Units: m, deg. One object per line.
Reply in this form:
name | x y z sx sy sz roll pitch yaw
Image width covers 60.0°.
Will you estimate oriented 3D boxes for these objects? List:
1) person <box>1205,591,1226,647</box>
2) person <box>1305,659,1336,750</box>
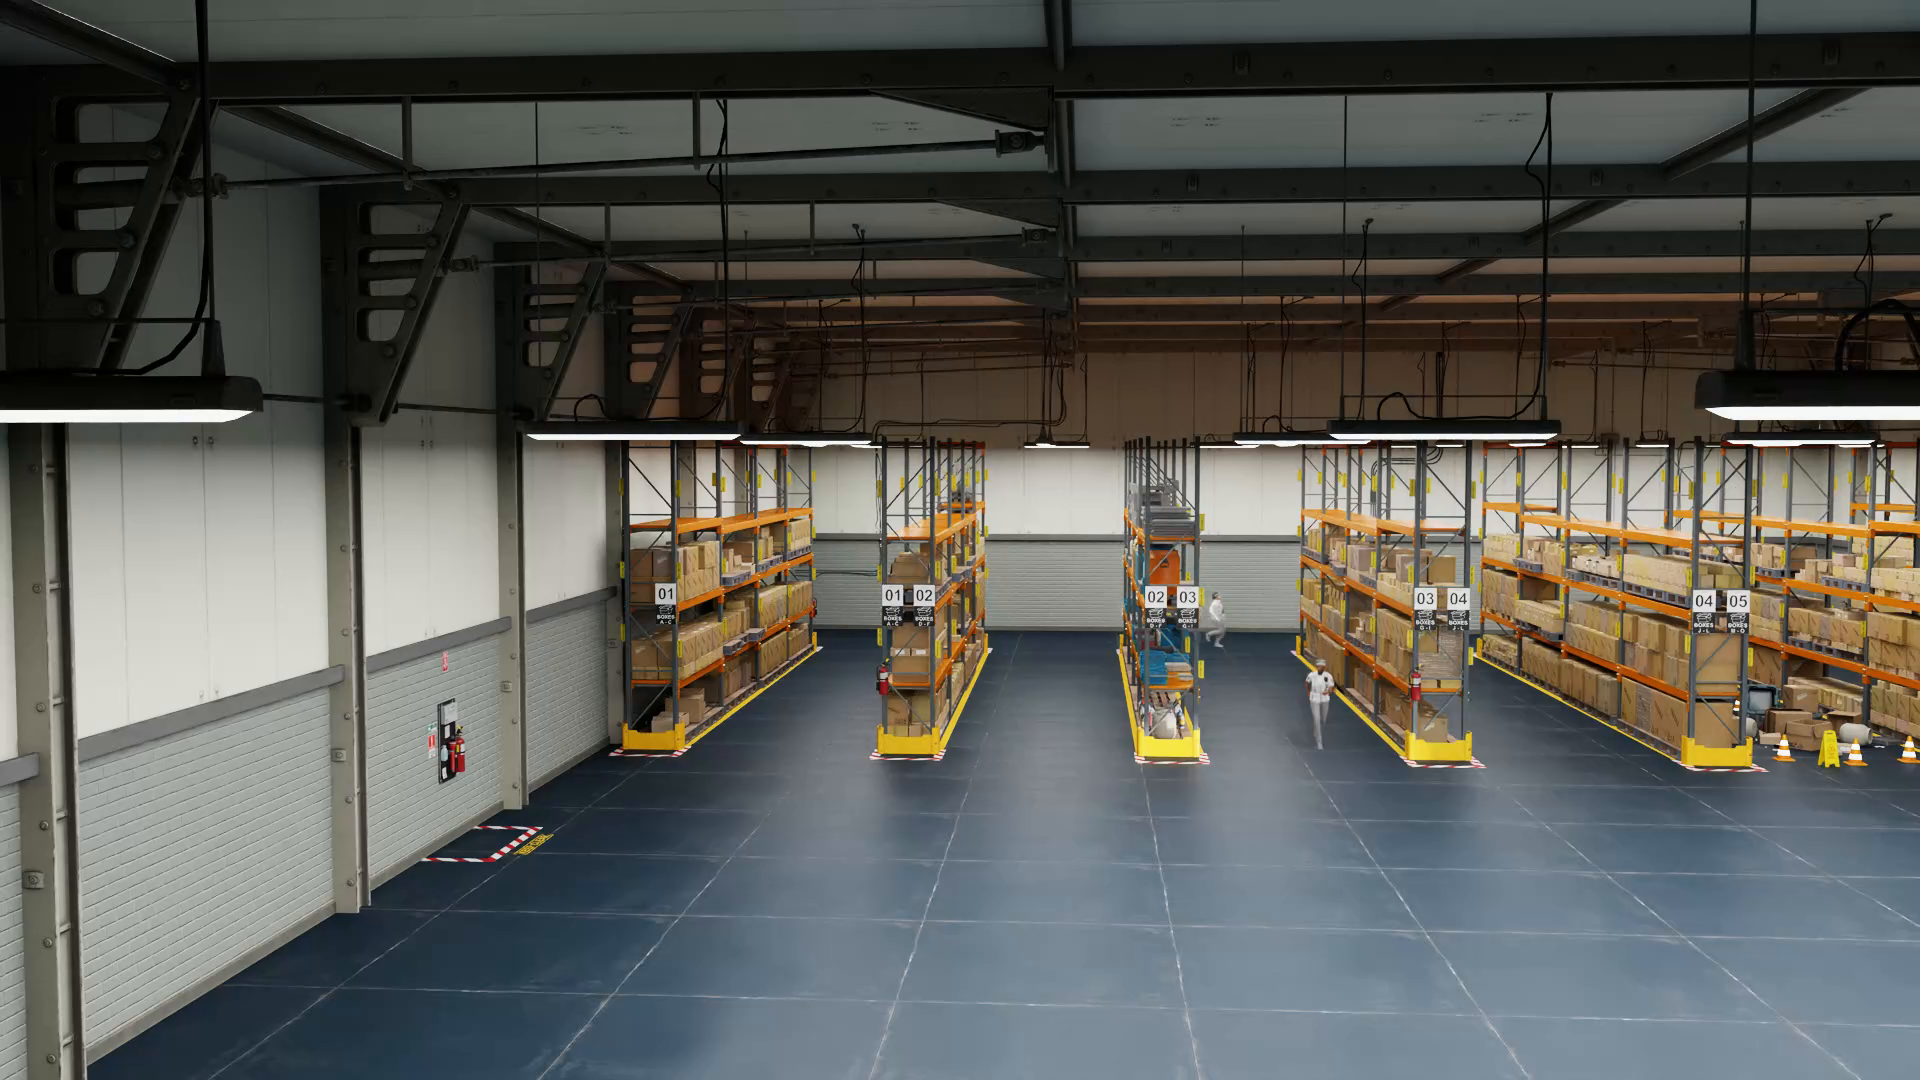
person | 7.484 2.309 48.640 0.560 1.656 0.630 1 3 21
person | 7.017 3.165 32.381 0.532 1.741 1.045 0 3 -1
